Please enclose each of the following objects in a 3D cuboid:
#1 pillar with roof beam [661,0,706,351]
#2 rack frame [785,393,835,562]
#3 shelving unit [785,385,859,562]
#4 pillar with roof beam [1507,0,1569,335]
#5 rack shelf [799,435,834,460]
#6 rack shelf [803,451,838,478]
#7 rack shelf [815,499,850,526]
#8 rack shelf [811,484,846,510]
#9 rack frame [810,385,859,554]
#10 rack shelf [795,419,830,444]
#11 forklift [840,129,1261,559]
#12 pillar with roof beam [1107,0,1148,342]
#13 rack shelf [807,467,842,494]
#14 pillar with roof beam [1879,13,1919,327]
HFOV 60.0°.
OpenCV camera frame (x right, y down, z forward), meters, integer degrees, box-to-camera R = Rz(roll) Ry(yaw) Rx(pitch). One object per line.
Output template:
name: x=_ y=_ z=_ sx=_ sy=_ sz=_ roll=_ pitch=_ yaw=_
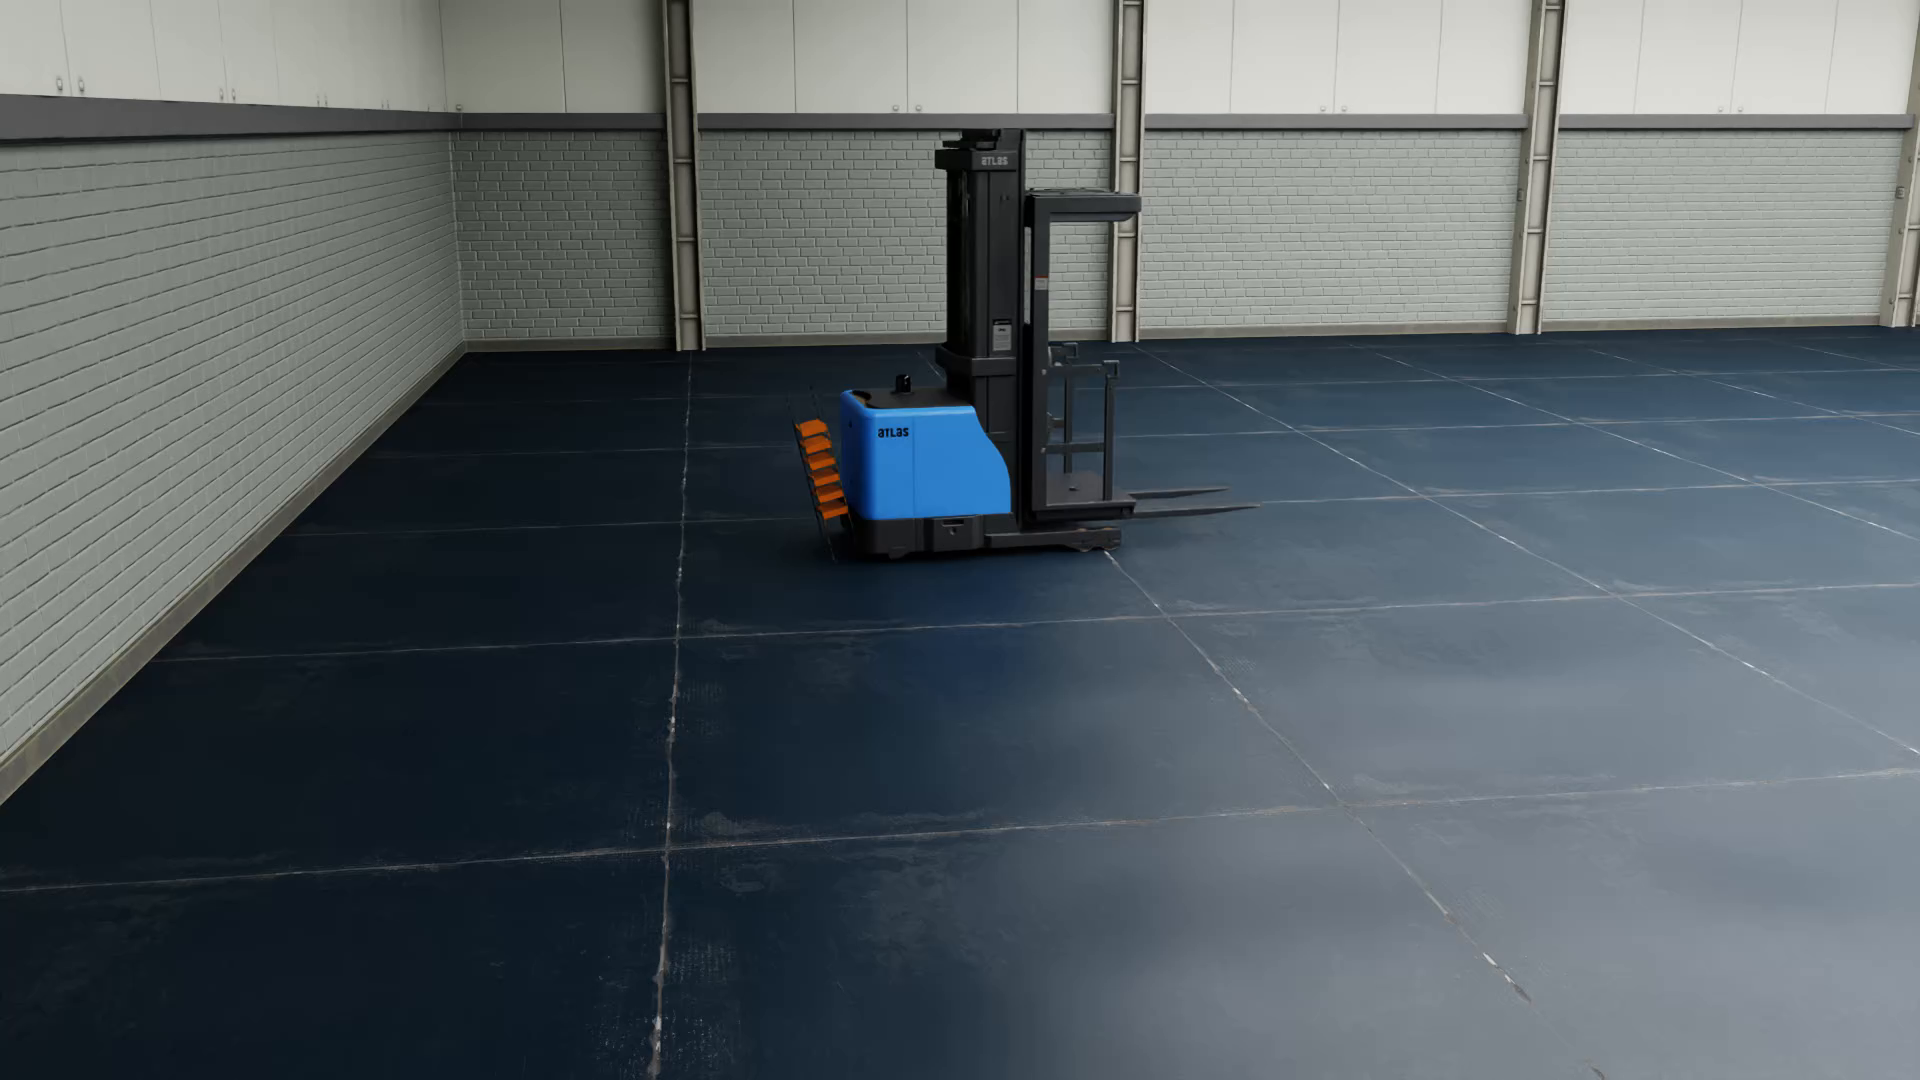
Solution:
pillar with roof beam: x=-3.003 y=-5.916 z=17.314 sx=0.400 sy=9.000 sz=9.100 roll=-2 pitch=14 yaw=-8
rack frame: x=-1.042 y=-0.431 z=11.533 sx=0.006 sy=1.200 sz=0.240 roll=-17 pitch=18 yaw=-14
shelving unit: x=-0.957 y=-0.458 z=11.554 sx=0.189 sy=1.200 sz=0.258 roll=-17 pitch=18 yaw=-14
pillar with roof beam: x=8.863 y=-6.351 z=19.048 sx=0.400 sy=9.000 sz=9.100 roll=-2 pitch=14 yaw=-8
rack shelf: x=-0.999 y=-0.639 z=11.495 sx=0.180 sy=0.103 sz=0.258 roll=-17 pitch=18 yaw=-14
rack shelf: x=-0.973 y=-0.528 z=11.531 sx=0.180 sy=0.103 sz=0.258 roll=-17 pitch=18 yaw=-14
rack shelf: x=-0.896 y=-0.194 z=11.641 sx=0.180 sy=0.103 sz=0.258 roll=-17 pitch=18 yaw=-14
rack shelf: x=-0.921 y=-0.305 z=11.604 sx=0.180 sy=0.103 sz=0.258 roll=-17 pitch=18 yaw=-14
rack frame: x=-0.872 y=-0.485 z=11.576 sx=0.006 sy=1.200 sz=0.240 roll=-17 pitch=18 yaw=-14
rack shelf: x=-1.025 y=-0.751 z=11.458 sx=0.180 sy=0.103 sz=0.258 roll=-17 pitch=18 yaw=-14
forklift: x=0.683 y=-1.457 z=12.007 sx=3.031 sy=2.935 sz=1.130 roll=-3 pitch=14 yaw=-13
pillar with roof beam: x=2.930 y=-6.134 z=18.181 sx=0.400 sy=9.000 sz=9.100 roll=-2 pitch=14 yaw=-8
rack shelf: x=-0.947 y=-0.417 z=11.568 sx=0.180 sy=0.103 sz=0.258 roll=-17 pitch=18 yaw=-14
pillar with roof beam: x=14.796 y=-6.569 z=19.915 sx=0.400 sy=9.000 sz=9.100 roll=-2 pitch=14 yaw=-8
